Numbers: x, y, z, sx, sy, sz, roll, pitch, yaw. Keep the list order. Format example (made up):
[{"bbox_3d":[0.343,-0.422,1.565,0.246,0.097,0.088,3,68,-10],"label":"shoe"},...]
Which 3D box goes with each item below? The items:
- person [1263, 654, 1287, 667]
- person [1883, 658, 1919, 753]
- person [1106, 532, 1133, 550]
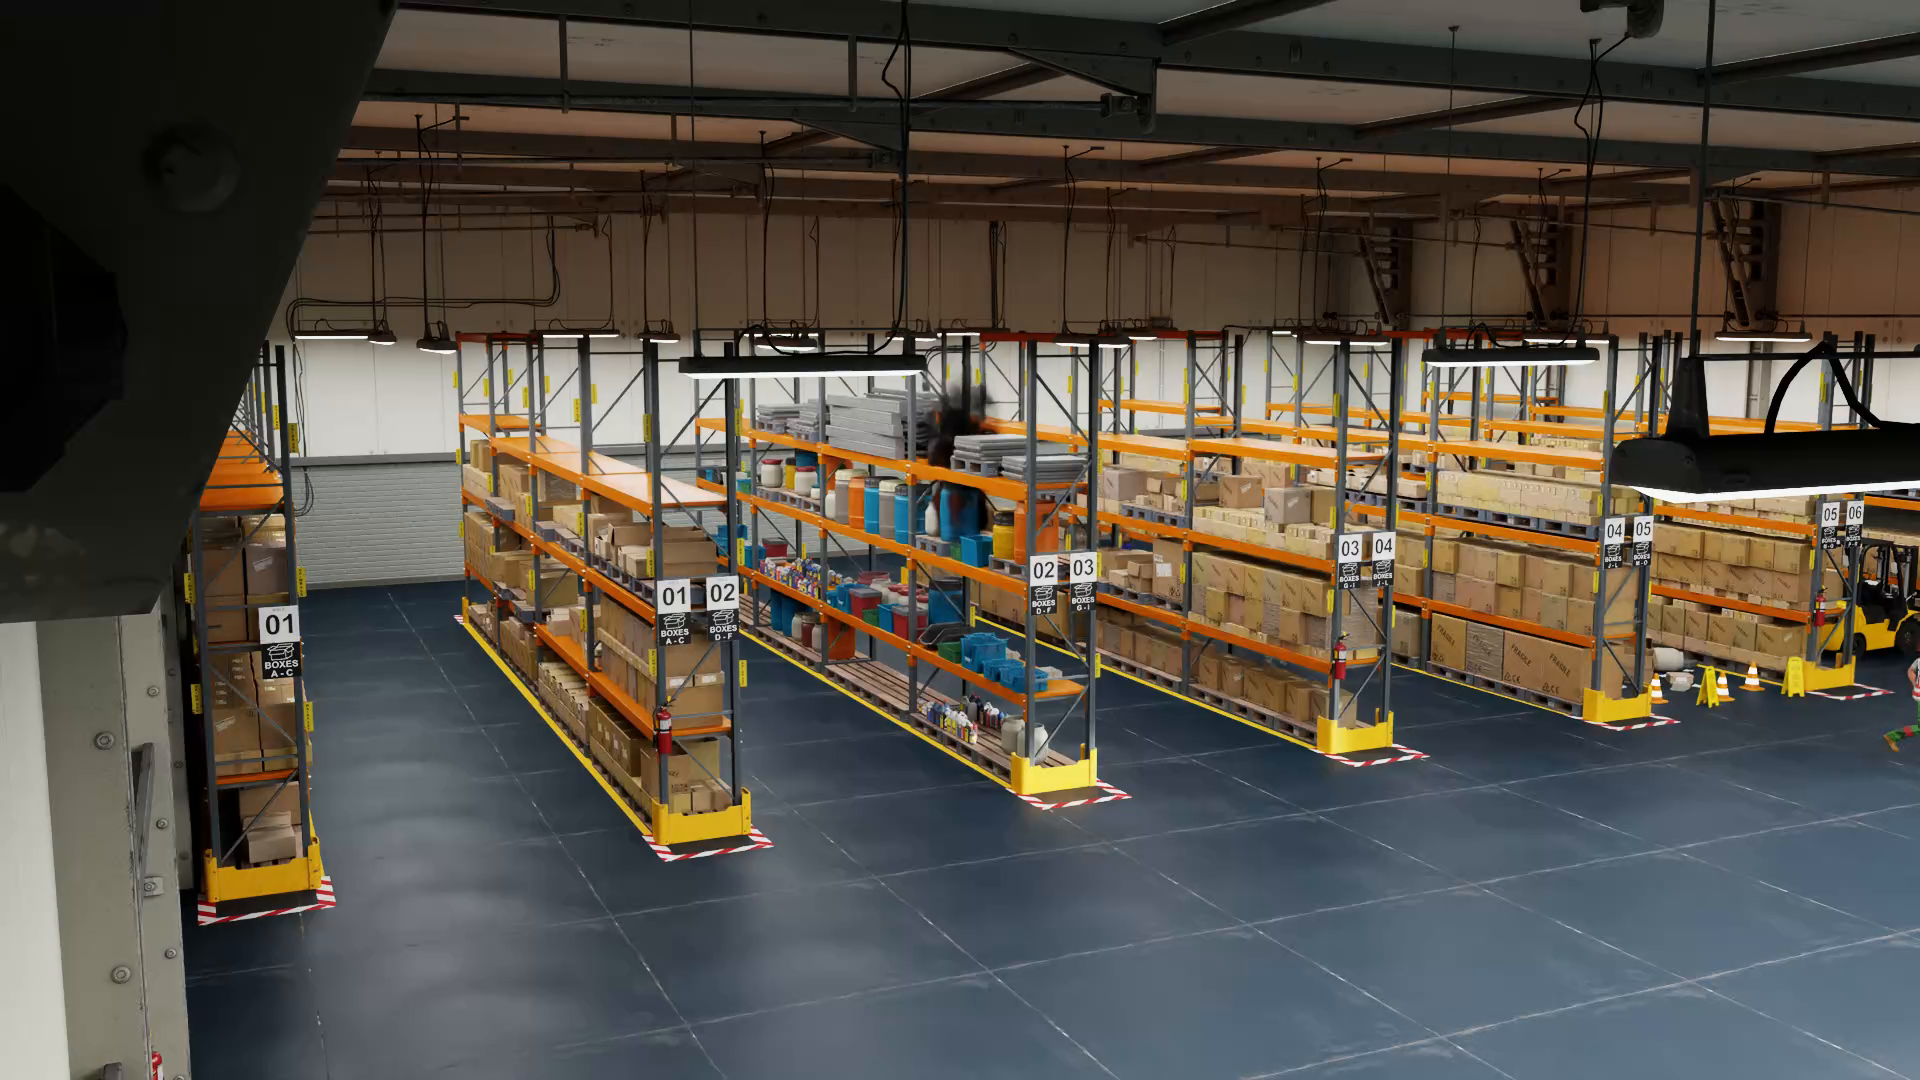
[{"bbox_3d":[5.808,1.451,29.759,0.691,1.738,0.809,-4,9,-29],"label":"person"},{"bbox_3d":[13.674,2.288,23.584,0.976,1.772,0.684,2,8,17],"label":"person"},{"bbox_3d":[3.573,0.631,36.862,0.562,1.500,0.711,-5,9,-30],"label":"person"}]
